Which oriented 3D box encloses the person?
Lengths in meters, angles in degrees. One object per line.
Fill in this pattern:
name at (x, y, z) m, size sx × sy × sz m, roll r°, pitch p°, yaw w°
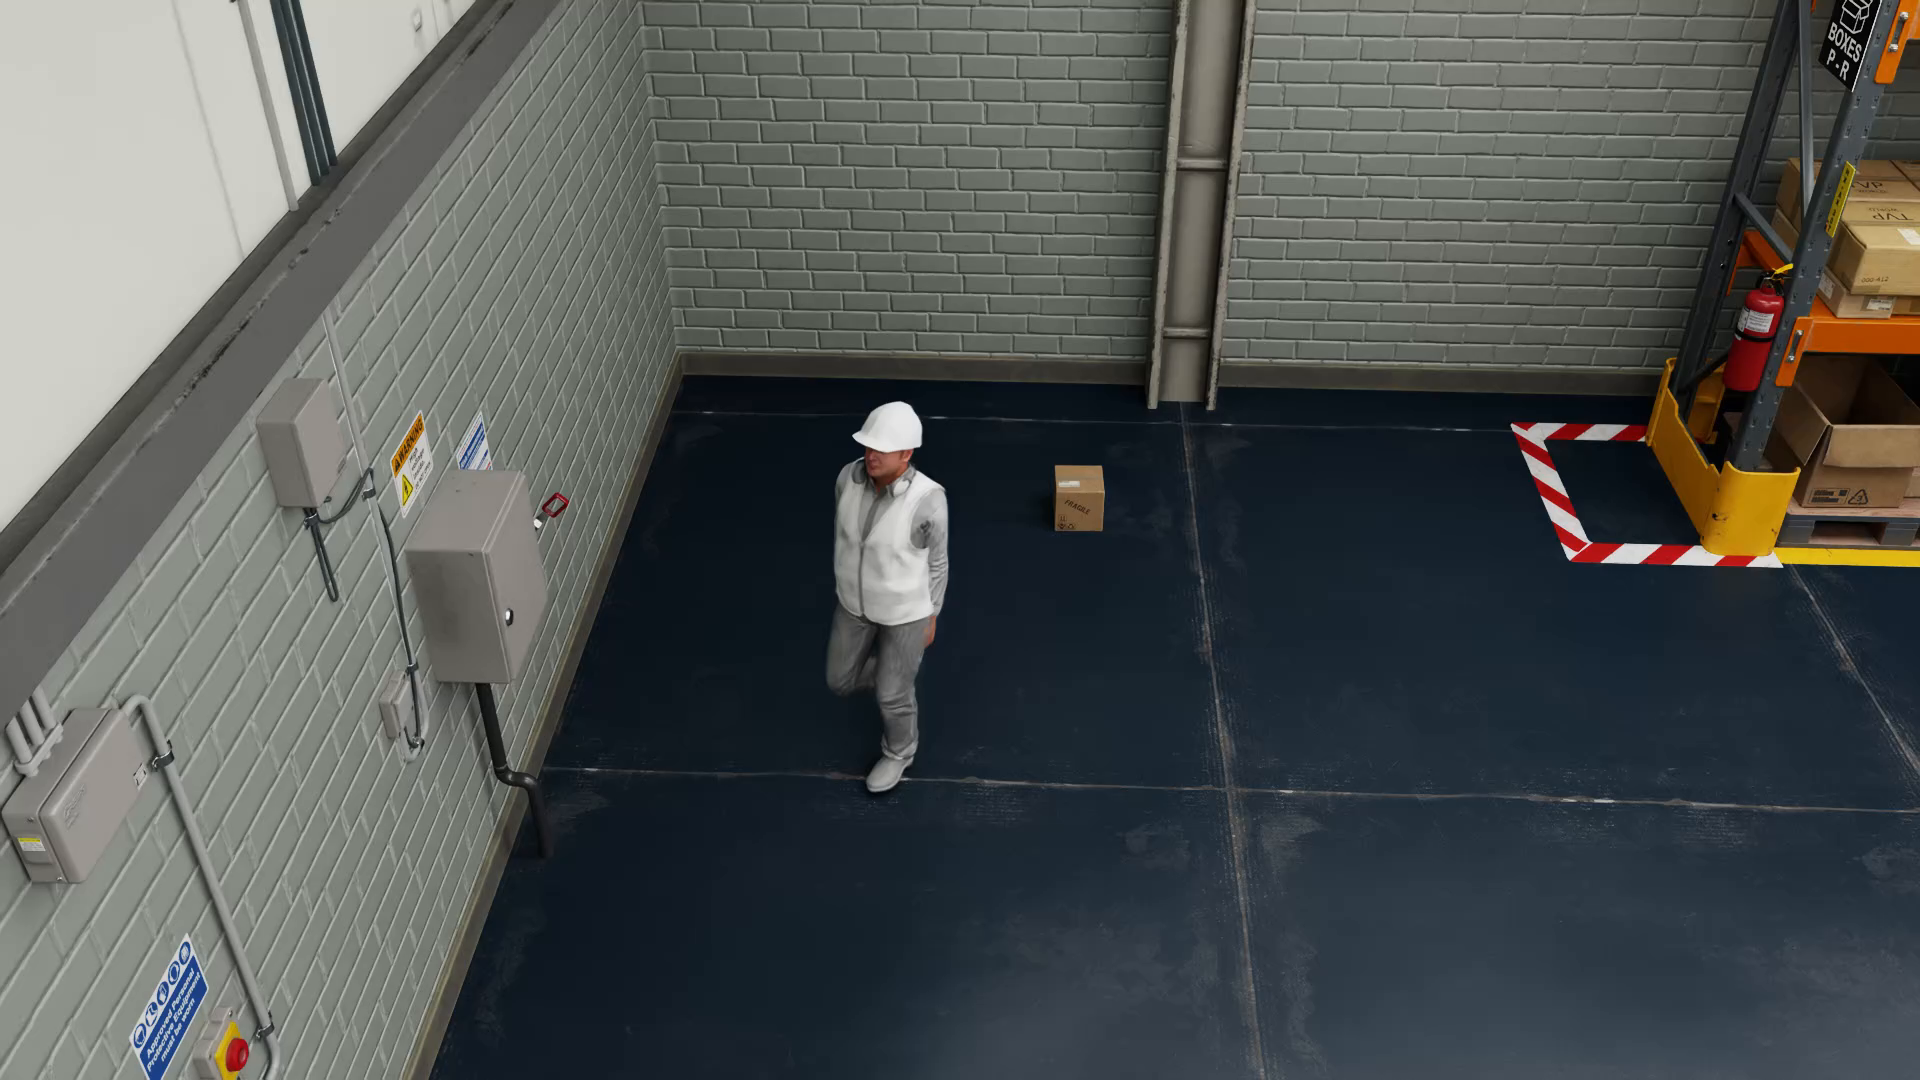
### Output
person at (-0.283, 0.216, 6.756) m, size 0.529 × 1.758 × 0.543 m, roll 20°, pitch 40°, yaw 26°
